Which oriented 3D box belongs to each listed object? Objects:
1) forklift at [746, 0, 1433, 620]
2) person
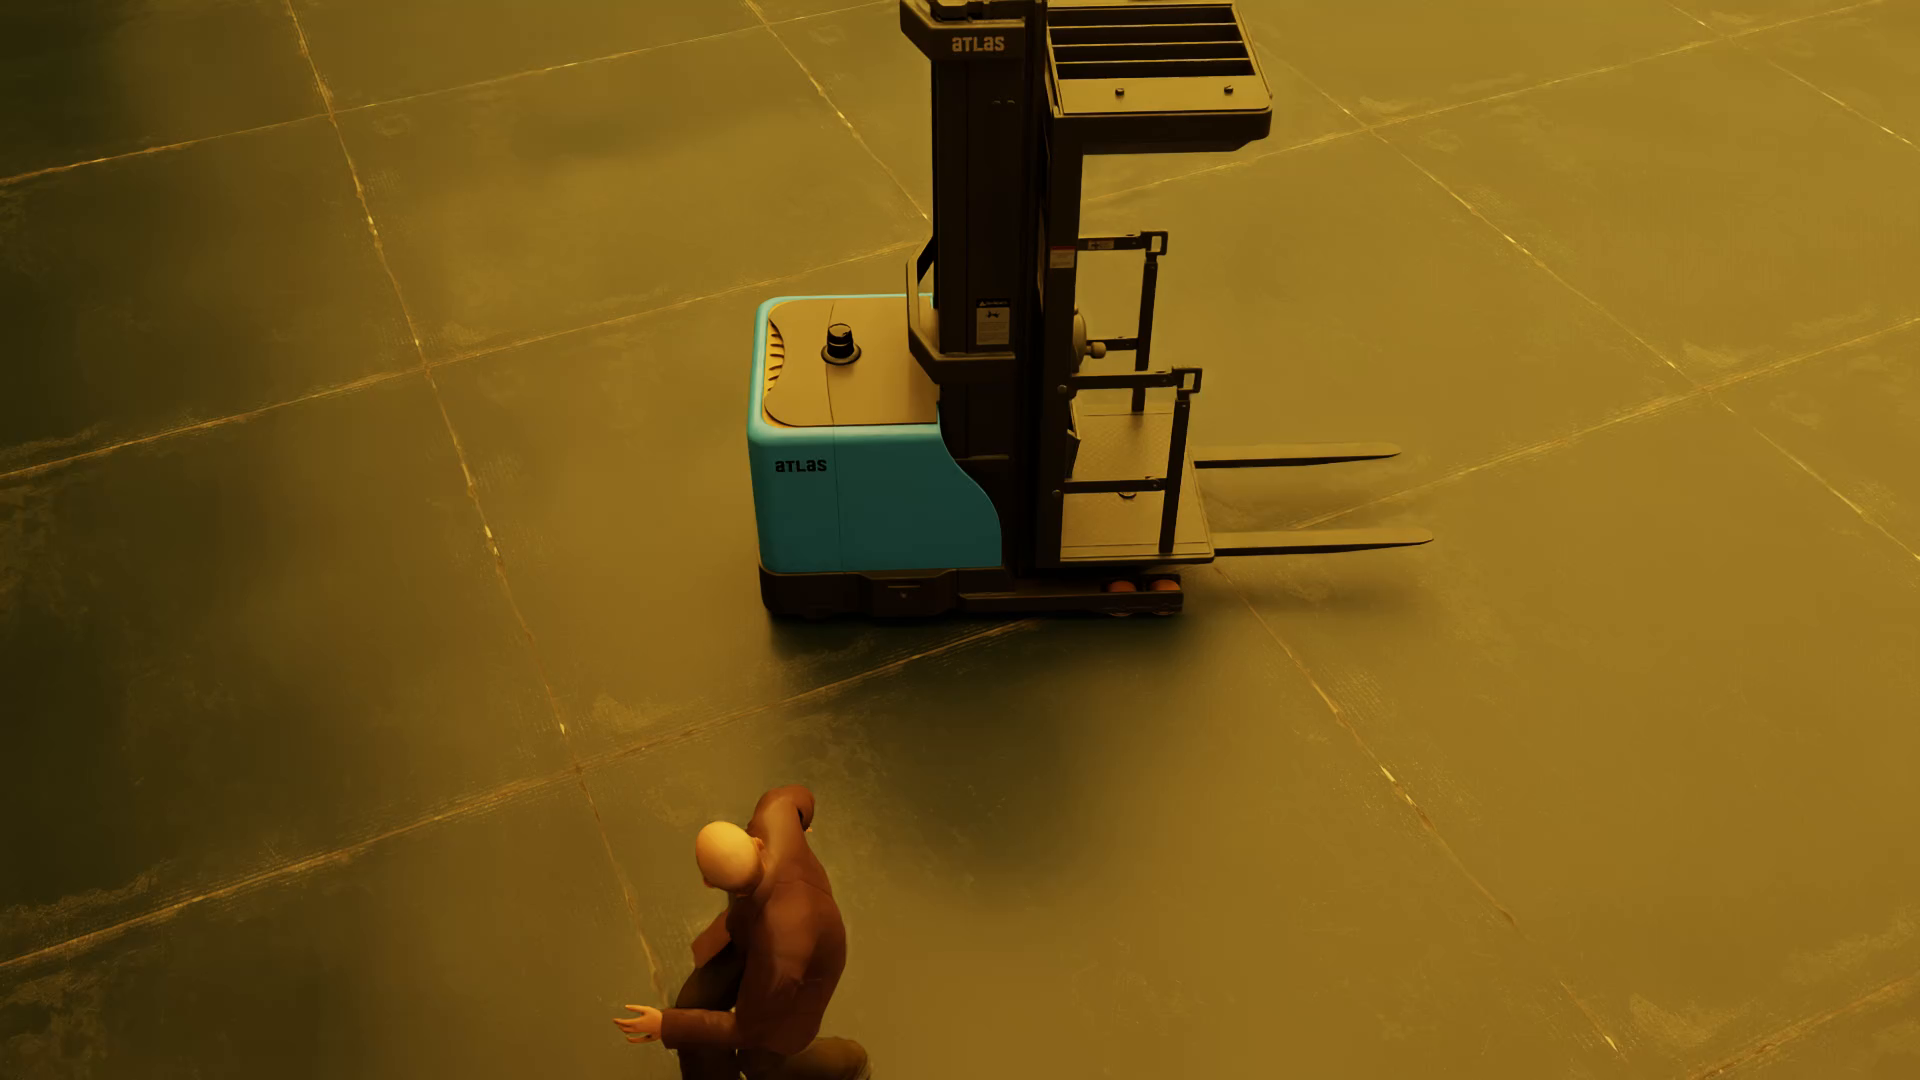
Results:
[{"bbox_3d":[0.610,-1.090,6.848,3.031,2.935,1.130,-2,43,-2],"label":"forklift"},{"bbox_3d":[-0.724,1.327,5.259,0.818,1.599,0.804,-18,46,-18],"label":"person"}]
